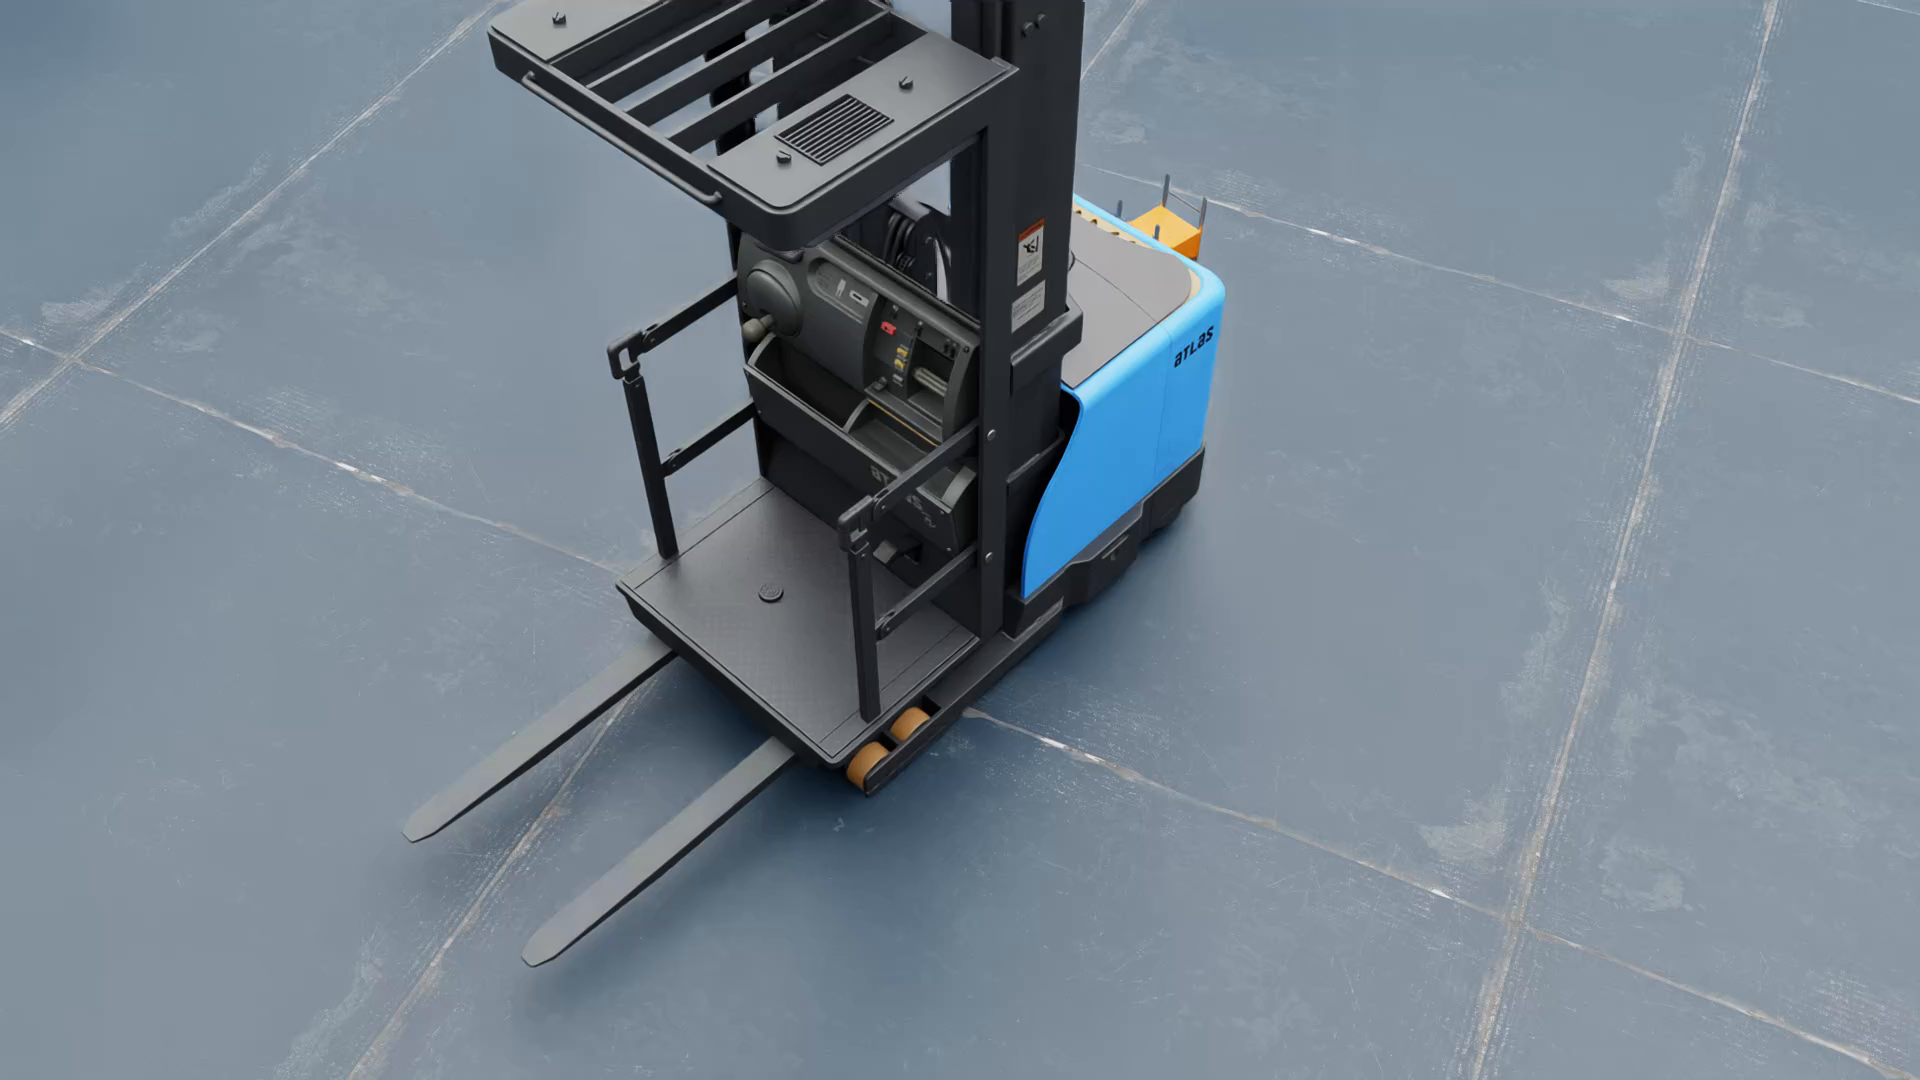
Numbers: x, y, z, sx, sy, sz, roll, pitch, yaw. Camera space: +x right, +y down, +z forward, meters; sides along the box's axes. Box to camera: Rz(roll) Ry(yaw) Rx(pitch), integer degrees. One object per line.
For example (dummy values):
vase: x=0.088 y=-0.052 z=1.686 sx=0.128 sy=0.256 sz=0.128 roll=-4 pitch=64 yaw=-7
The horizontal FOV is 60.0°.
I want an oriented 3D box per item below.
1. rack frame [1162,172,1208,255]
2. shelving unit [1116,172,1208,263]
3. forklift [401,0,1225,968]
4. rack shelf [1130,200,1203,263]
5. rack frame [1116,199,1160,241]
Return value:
rack frame: x=0.798 y=-0.920 z=6.343 sx=0.008 sy=1.050 sz=0.200 roll=-33 pitch=57 yaw=-27
shelving unit: x=0.707 y=-0.861 z=6.288 sx=0.252 sy=1.050 sz=0.215 roll=-33 pitch=57 yaw=-27
forklift: x=-0.464 y=-0.561 z=4.803 sx=1.130 sy=2.935 sz=3.031 roll=36 pitch=58 yaw=26
rack shelf: x=0.714 y=-1.042 z=6.083 sx=0.240 sy=0.259 sz=0.215 roll=-33 pitch=57 yaw=-27
rack frame: x=0.616 y=-0.802 z=6.232 sx=0.008 sy=1.050 sz=0.200 roll=-33 pitch=57 yaw=-27
